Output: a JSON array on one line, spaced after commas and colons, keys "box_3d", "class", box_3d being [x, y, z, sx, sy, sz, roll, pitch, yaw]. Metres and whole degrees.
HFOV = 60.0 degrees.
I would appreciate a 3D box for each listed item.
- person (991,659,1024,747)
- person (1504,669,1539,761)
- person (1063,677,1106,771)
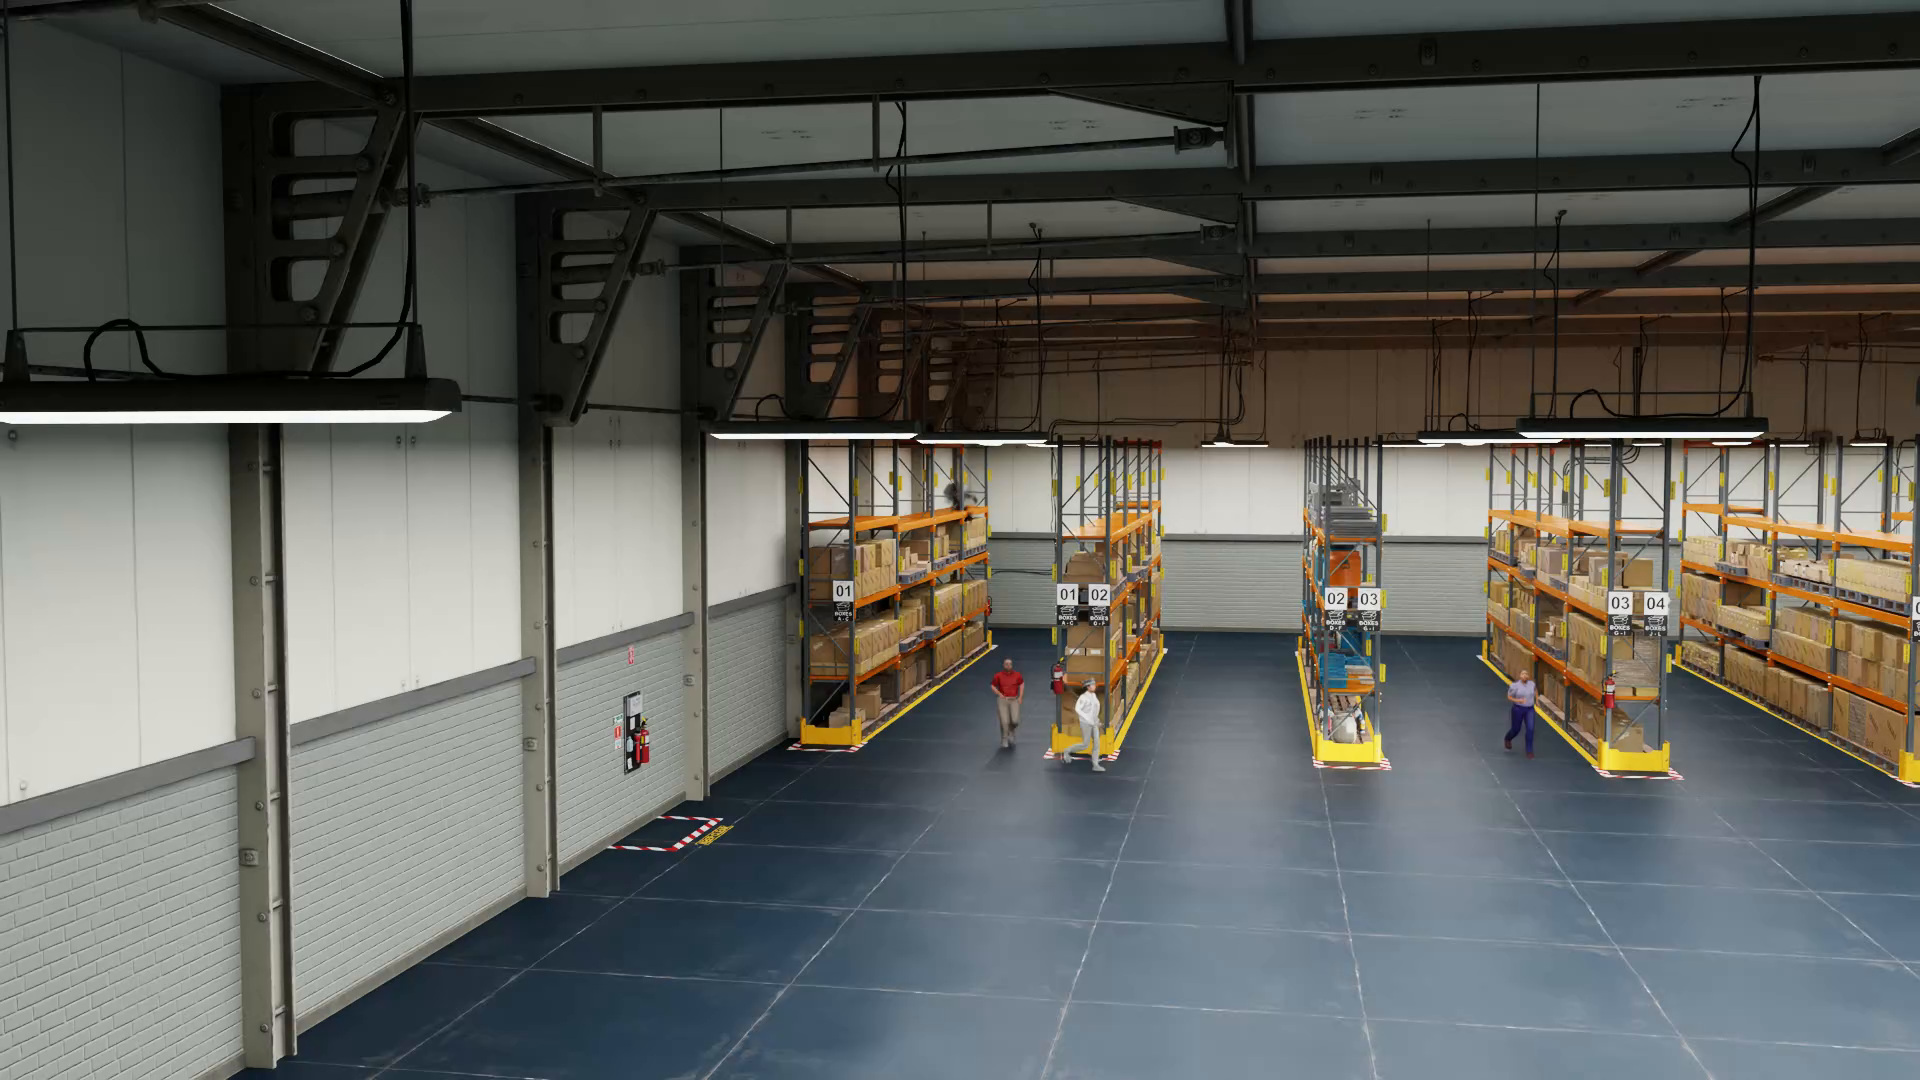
[{"box_3d": [0.933, 3.143, 32.108, 0.668, 1.692, 0.567, 0, 3, -5], "class": "person"}, {"box_3d": [10.526, 3.223, 31.105, 0.614, 1.660, 0.934, 0, 3, 2], "class": "person"}, {"box_3d": [2.302, 3.282, 29.782, 0.855, 1.658, 0.668, 2, 4, 35], "class": "person"}]
